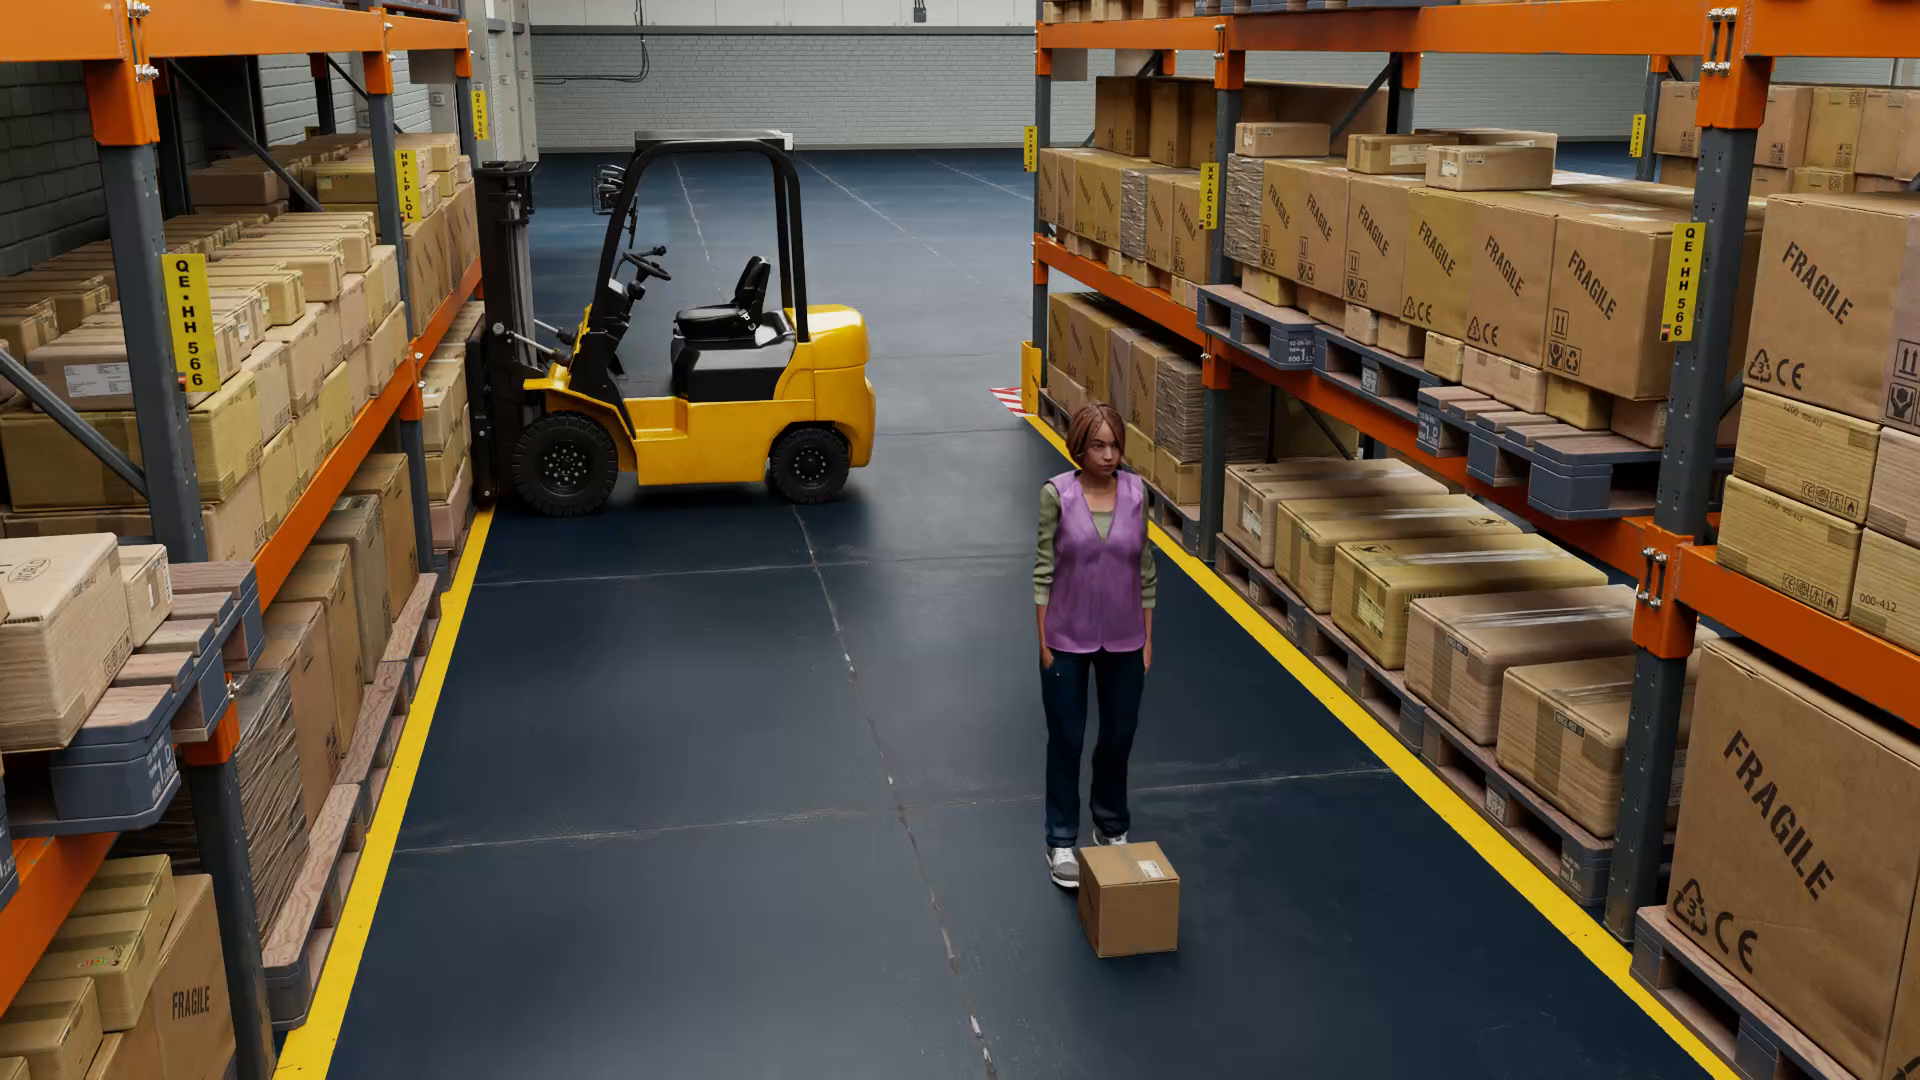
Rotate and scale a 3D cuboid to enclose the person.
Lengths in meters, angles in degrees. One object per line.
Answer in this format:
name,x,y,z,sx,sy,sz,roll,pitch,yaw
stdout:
person,0.440,0.363,5.418,0.414,1.649,0.357,-3,17,-9
